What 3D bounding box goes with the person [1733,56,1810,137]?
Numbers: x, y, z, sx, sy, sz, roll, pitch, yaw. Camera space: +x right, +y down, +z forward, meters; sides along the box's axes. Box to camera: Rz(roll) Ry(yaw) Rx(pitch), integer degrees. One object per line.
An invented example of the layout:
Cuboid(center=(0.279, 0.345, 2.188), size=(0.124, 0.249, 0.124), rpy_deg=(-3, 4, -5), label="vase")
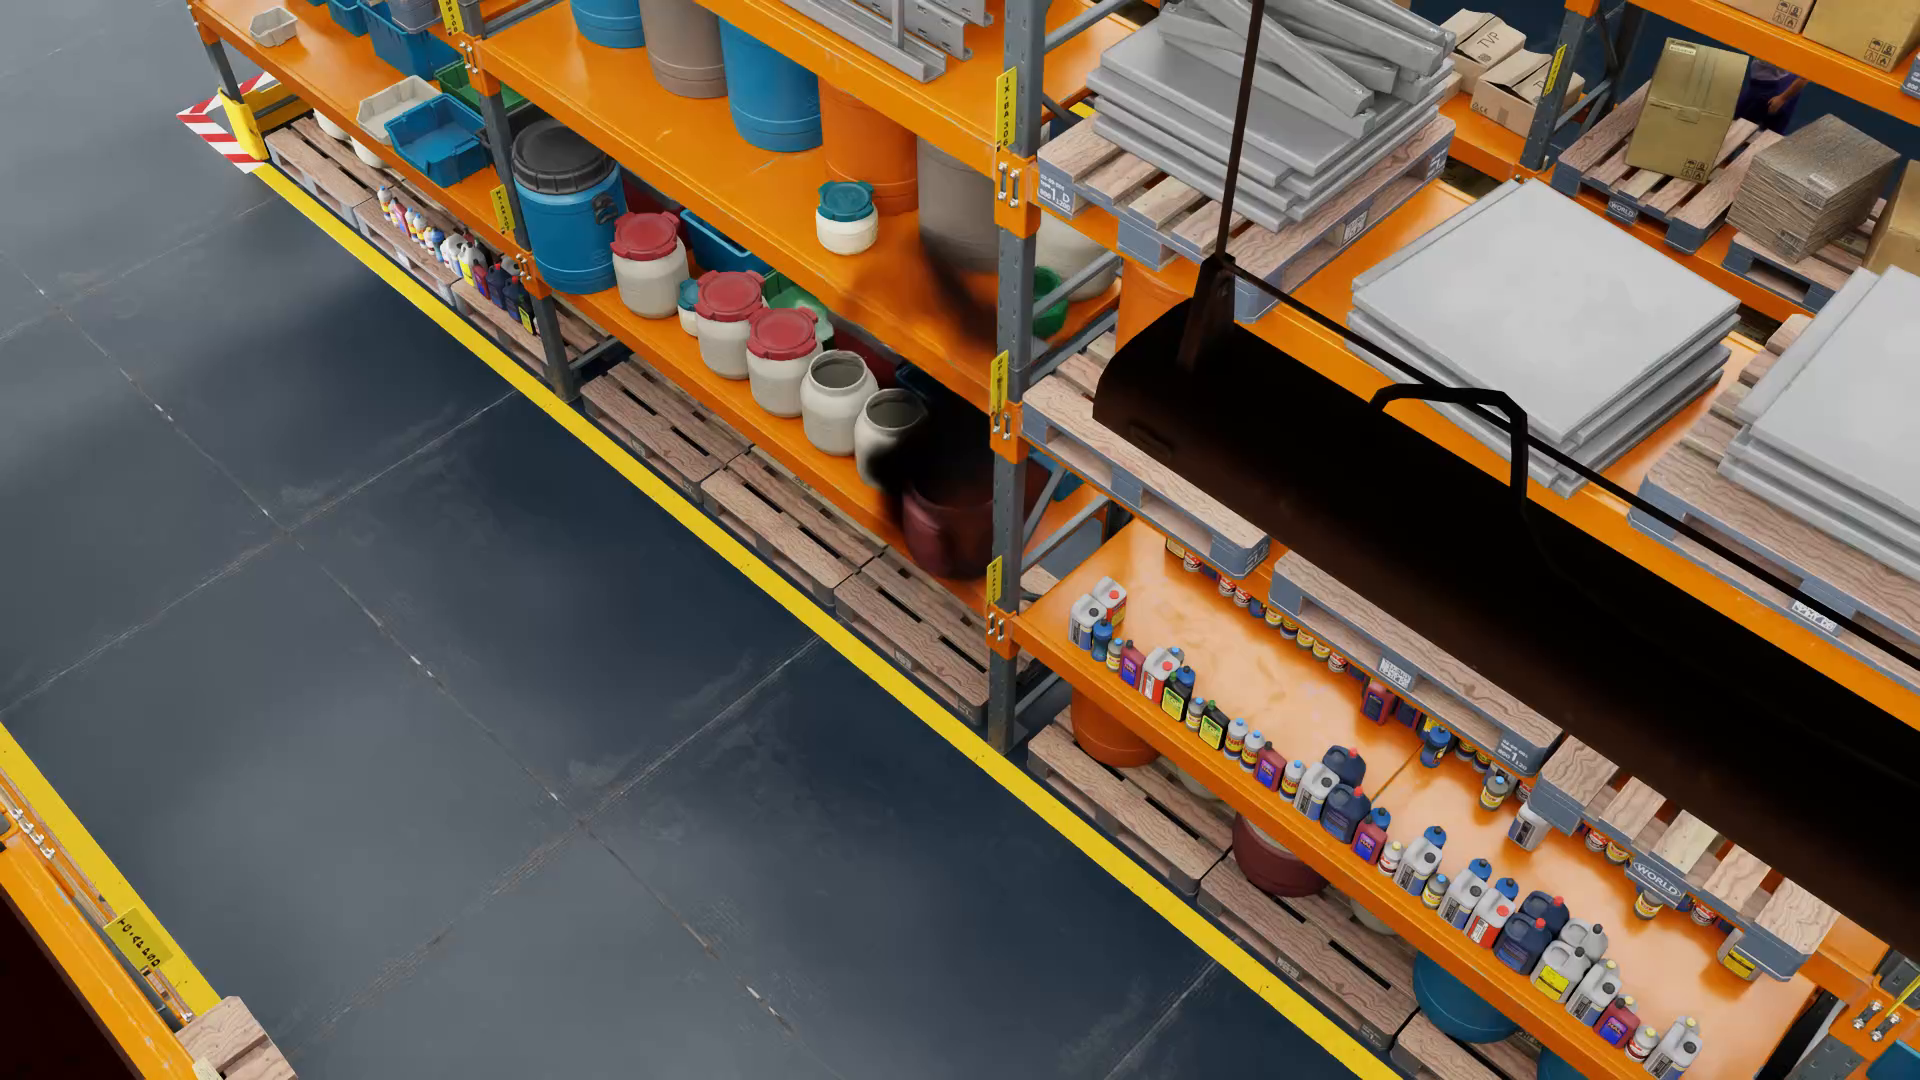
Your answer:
Cuboid(center=(5.848, -3.194, 11.984), size=(0.822, 1.695, 0.559), rpy_deg=(36, 59, 26), label="person")
